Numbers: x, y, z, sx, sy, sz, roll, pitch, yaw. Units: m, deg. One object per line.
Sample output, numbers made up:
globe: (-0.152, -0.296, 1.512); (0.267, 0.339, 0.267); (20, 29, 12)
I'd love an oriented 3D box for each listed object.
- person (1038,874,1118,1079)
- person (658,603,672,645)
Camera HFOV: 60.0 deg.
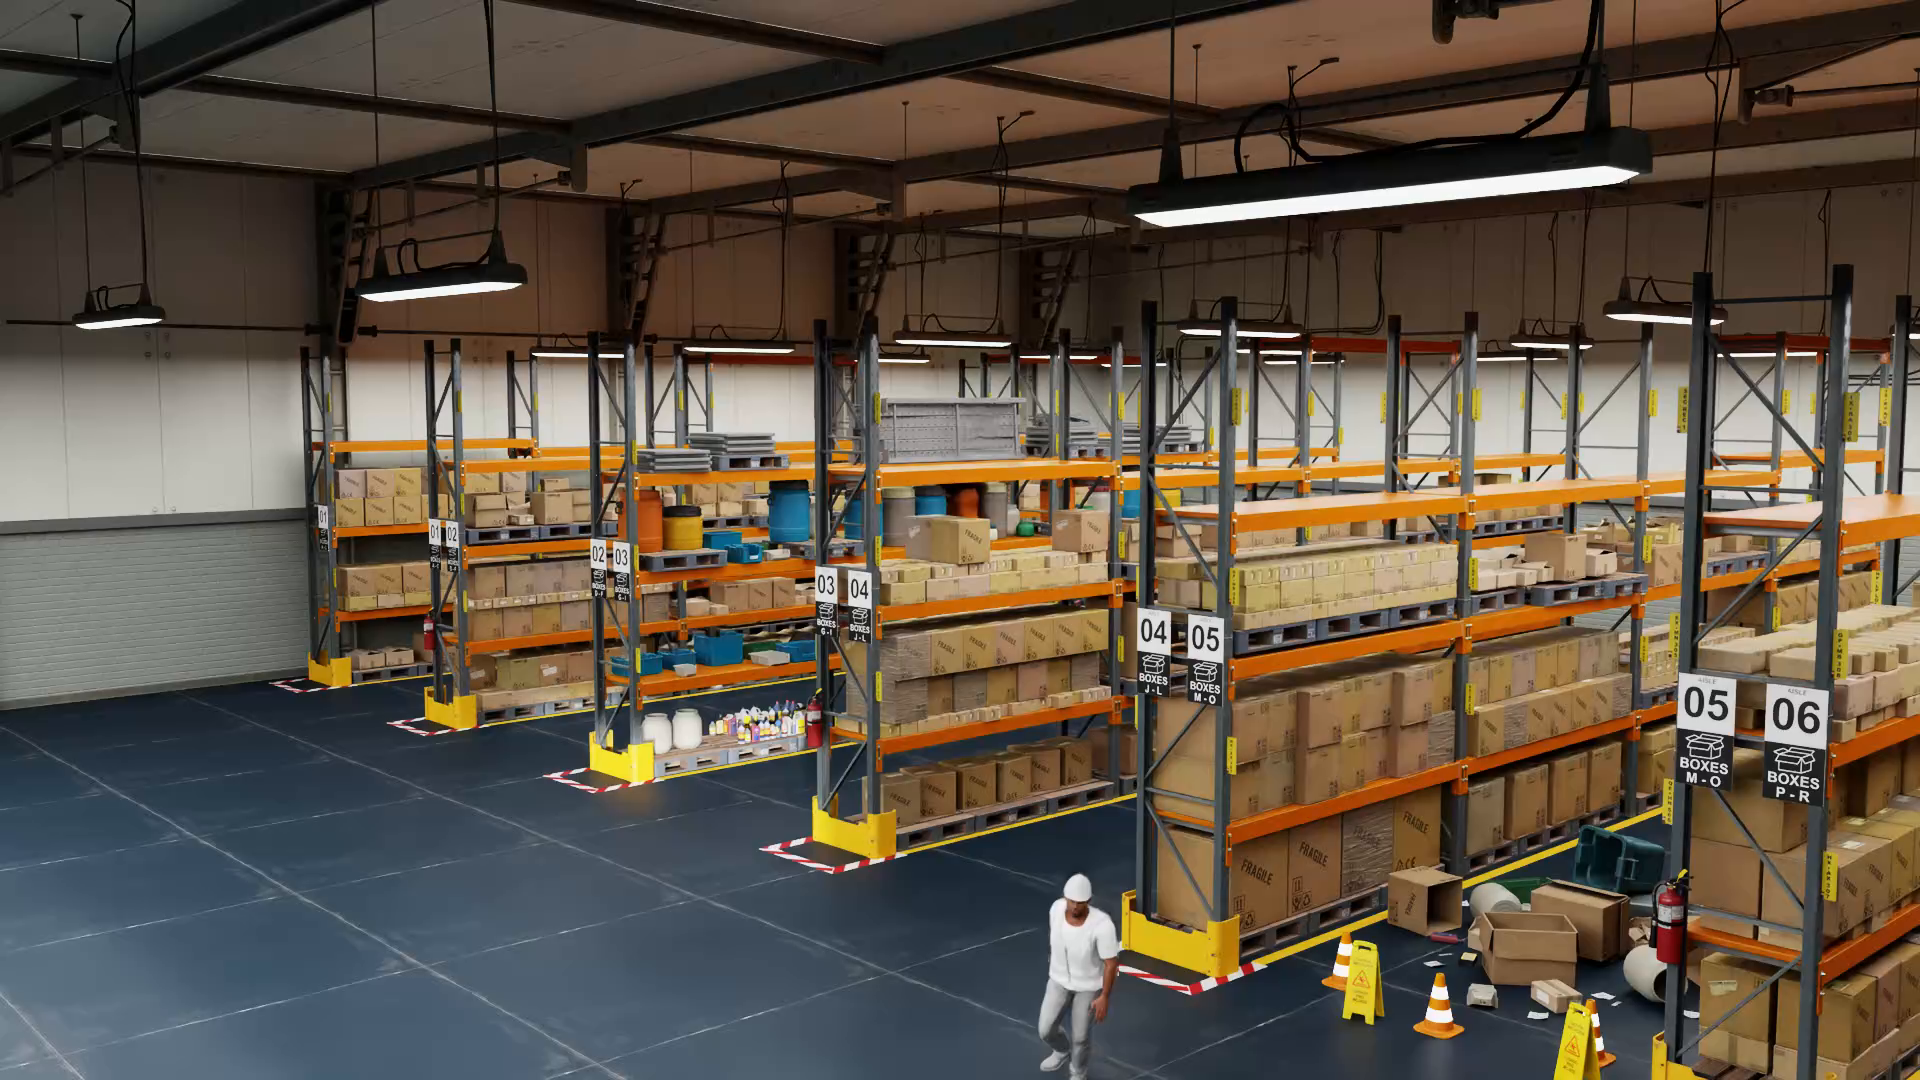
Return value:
person: (0.857, 3.238, 12.179); (0.685, 1.706, 0.637); (2, 6, 26)
person: (-5.449, 1.671, 30.627); (0.571, 1.621, 0.869); (4, 7, 40)
